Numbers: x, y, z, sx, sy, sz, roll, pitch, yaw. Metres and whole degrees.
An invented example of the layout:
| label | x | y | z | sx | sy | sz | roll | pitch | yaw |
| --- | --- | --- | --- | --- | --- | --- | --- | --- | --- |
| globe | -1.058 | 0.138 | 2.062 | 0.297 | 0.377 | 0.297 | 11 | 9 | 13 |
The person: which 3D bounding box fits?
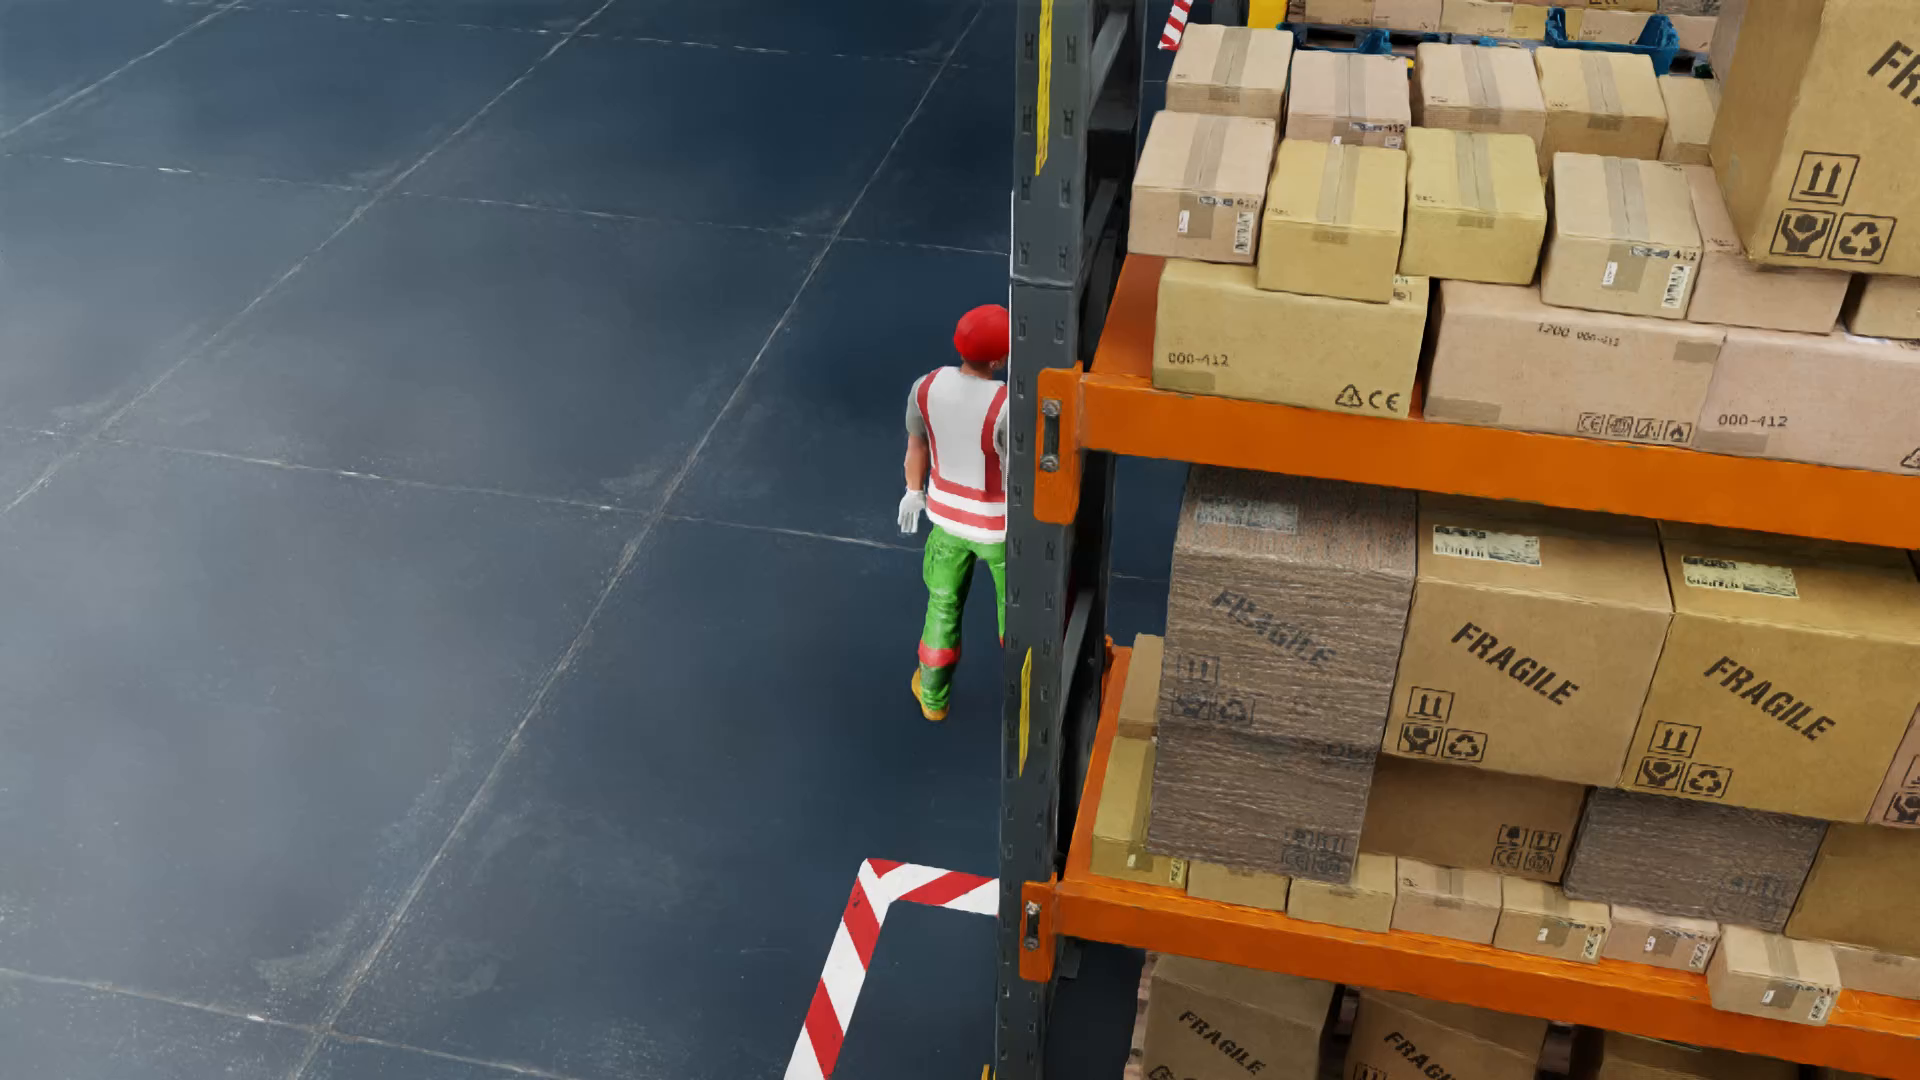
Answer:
| label | x | y | z | sx | sy | sz | roll | pitch | yaw |
| --- | --- | --- | --- | --- | --- | --- | --- | --- | --- |
| person | 0.147 | -0.117 | 6.250 | 0.761 | 1.784 | 0.618 | 18 | 40 | 23 |
